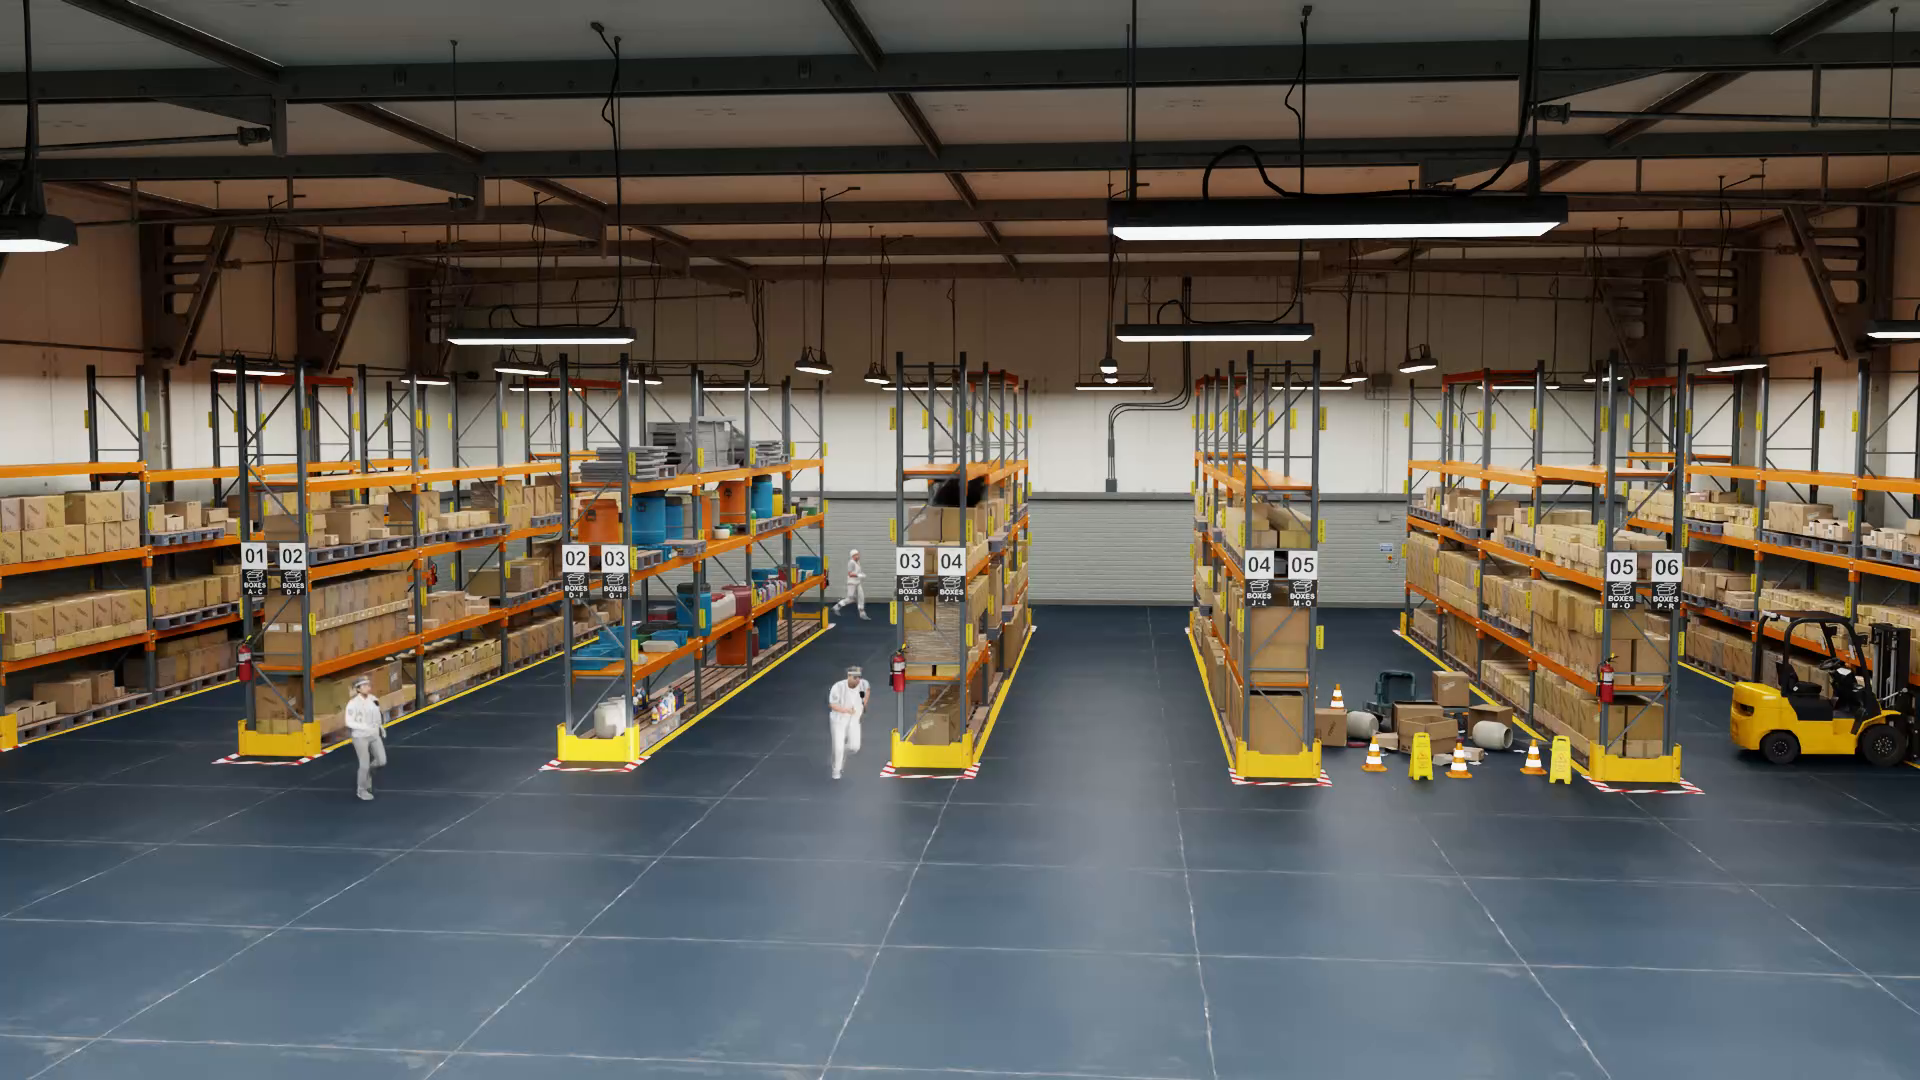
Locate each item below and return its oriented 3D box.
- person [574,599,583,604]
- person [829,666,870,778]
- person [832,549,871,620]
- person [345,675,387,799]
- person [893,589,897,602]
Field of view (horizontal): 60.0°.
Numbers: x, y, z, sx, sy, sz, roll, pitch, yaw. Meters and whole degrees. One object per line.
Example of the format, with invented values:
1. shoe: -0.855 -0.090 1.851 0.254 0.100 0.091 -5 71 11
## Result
1. person: -9.814 1.203 42.198 0.758 1.634 0.593 1 4 20
2. person: -1.522 2.545 23.304 0.681 1.627 0.830 -2 5 -25
3. person: -2.722 1.129 41.953 0.991 1.792 0.669 1 4 16
4. person: -7.834 2.611 22.040 0.531 1.659 0.604 3 5 37
5. person: -1.236 1.607 36.983 0.537 1.586 0.946 0 4 4
